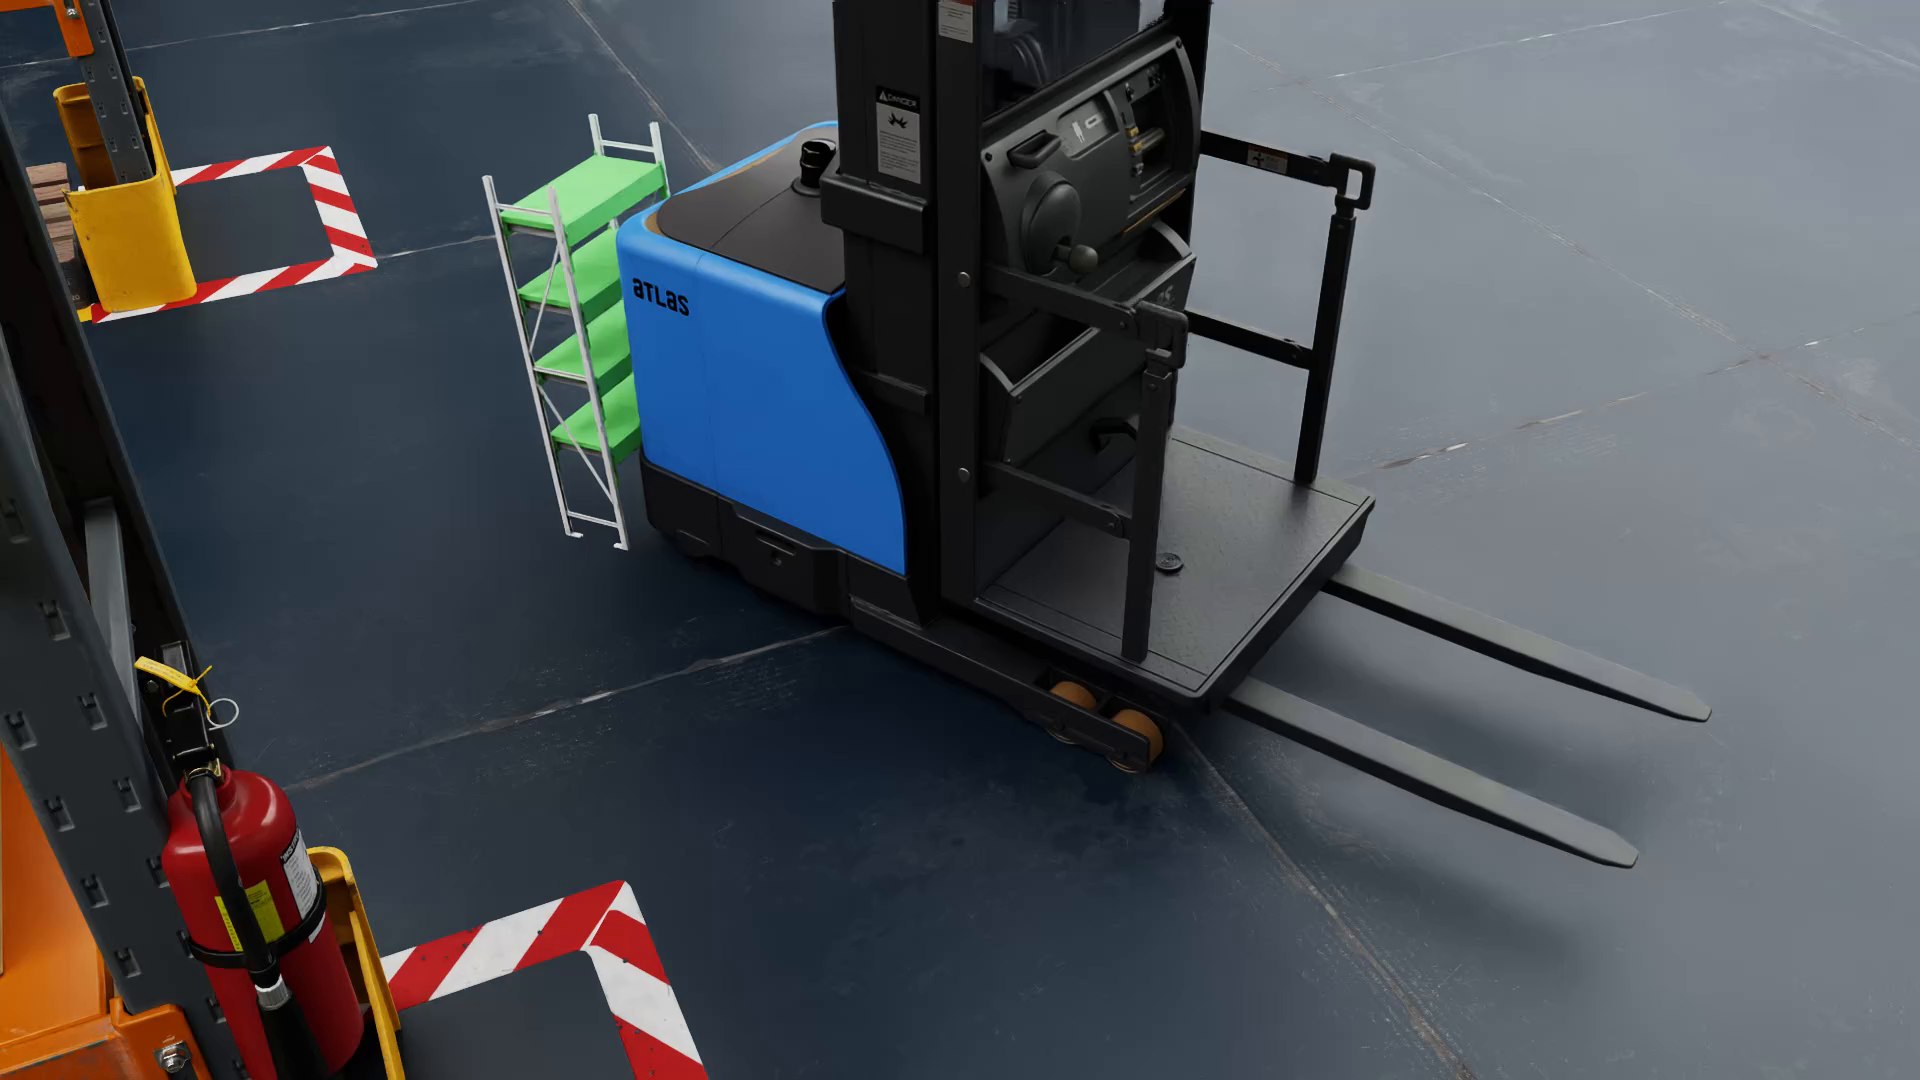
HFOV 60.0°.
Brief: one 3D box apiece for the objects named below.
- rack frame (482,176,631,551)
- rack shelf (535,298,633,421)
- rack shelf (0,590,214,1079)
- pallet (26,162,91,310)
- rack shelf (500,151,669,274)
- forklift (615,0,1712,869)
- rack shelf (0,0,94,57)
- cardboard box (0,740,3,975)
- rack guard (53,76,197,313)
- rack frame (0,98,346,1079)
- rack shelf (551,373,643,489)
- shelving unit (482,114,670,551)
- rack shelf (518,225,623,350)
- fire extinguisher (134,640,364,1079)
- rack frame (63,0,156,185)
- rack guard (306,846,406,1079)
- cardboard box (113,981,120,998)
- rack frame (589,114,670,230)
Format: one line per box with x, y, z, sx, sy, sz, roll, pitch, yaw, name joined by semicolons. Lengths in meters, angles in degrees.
-1.172;-0.487;4.886;0.240;1.200;0.015;13;38;23;rack frame
-1.061;-0.565;5.098;0.258;0.148;0.480;13;38;23;rack shelf
-3.057;0.995;1.994;4.000;0.370;1.077;-16;39;-20;rack shelf
-4.134;-1.105;6.563;1.213;0.211;1.003;-16;39;-20;pallet
-1.089;-0.958;4.824;0.258;0.148;0.480;13;38;23;rack shelf
0.513;-0.921;4.032;3.031;2.935;1.130;23;42;28;forklift
-5.158;-1.677;5.597;4.000;0.370;1.077;-16;39;-20;rack shelf
-1.675;0.271;2.283;0.500;0.500;0.700;-16;39;-20;cardboard box
-3.397;-1.424;6.750;0.348;0.500;1.175;-16;39;-20;rack guard
-1.247;0.200;2.463;0.127;3.000;1.000;-16;39;-20;rack frame
-1.048;-0.369;5.235;0.258;0.148;0.480;13;38;23;rack shelf
-1.065;-0.617;5.062;0.258;1.200;0.503;13;38;23;shelving unit
-1.075;-0.761;4.961;0.258;0.148;0.480;13;38;23;rack shelf
-0.942;0.452;2.188;0.183;0.674;0.296;-16;39;-20;fire extinguisher
-3.348;-2.472;6.065;0.127;3.000;1.000;-16;39;-20;rack frame
-1.225;1.198;3.216;0.348;0.500;1.175;-16;39;-20;rack guard
-1.827;1.151;3.135;0.500;0.250;0.500;-16;39;-20;cardboard box
-0.958;-0.748;5.238;0.240;1.200;0.015;13;38;23;rack frame
